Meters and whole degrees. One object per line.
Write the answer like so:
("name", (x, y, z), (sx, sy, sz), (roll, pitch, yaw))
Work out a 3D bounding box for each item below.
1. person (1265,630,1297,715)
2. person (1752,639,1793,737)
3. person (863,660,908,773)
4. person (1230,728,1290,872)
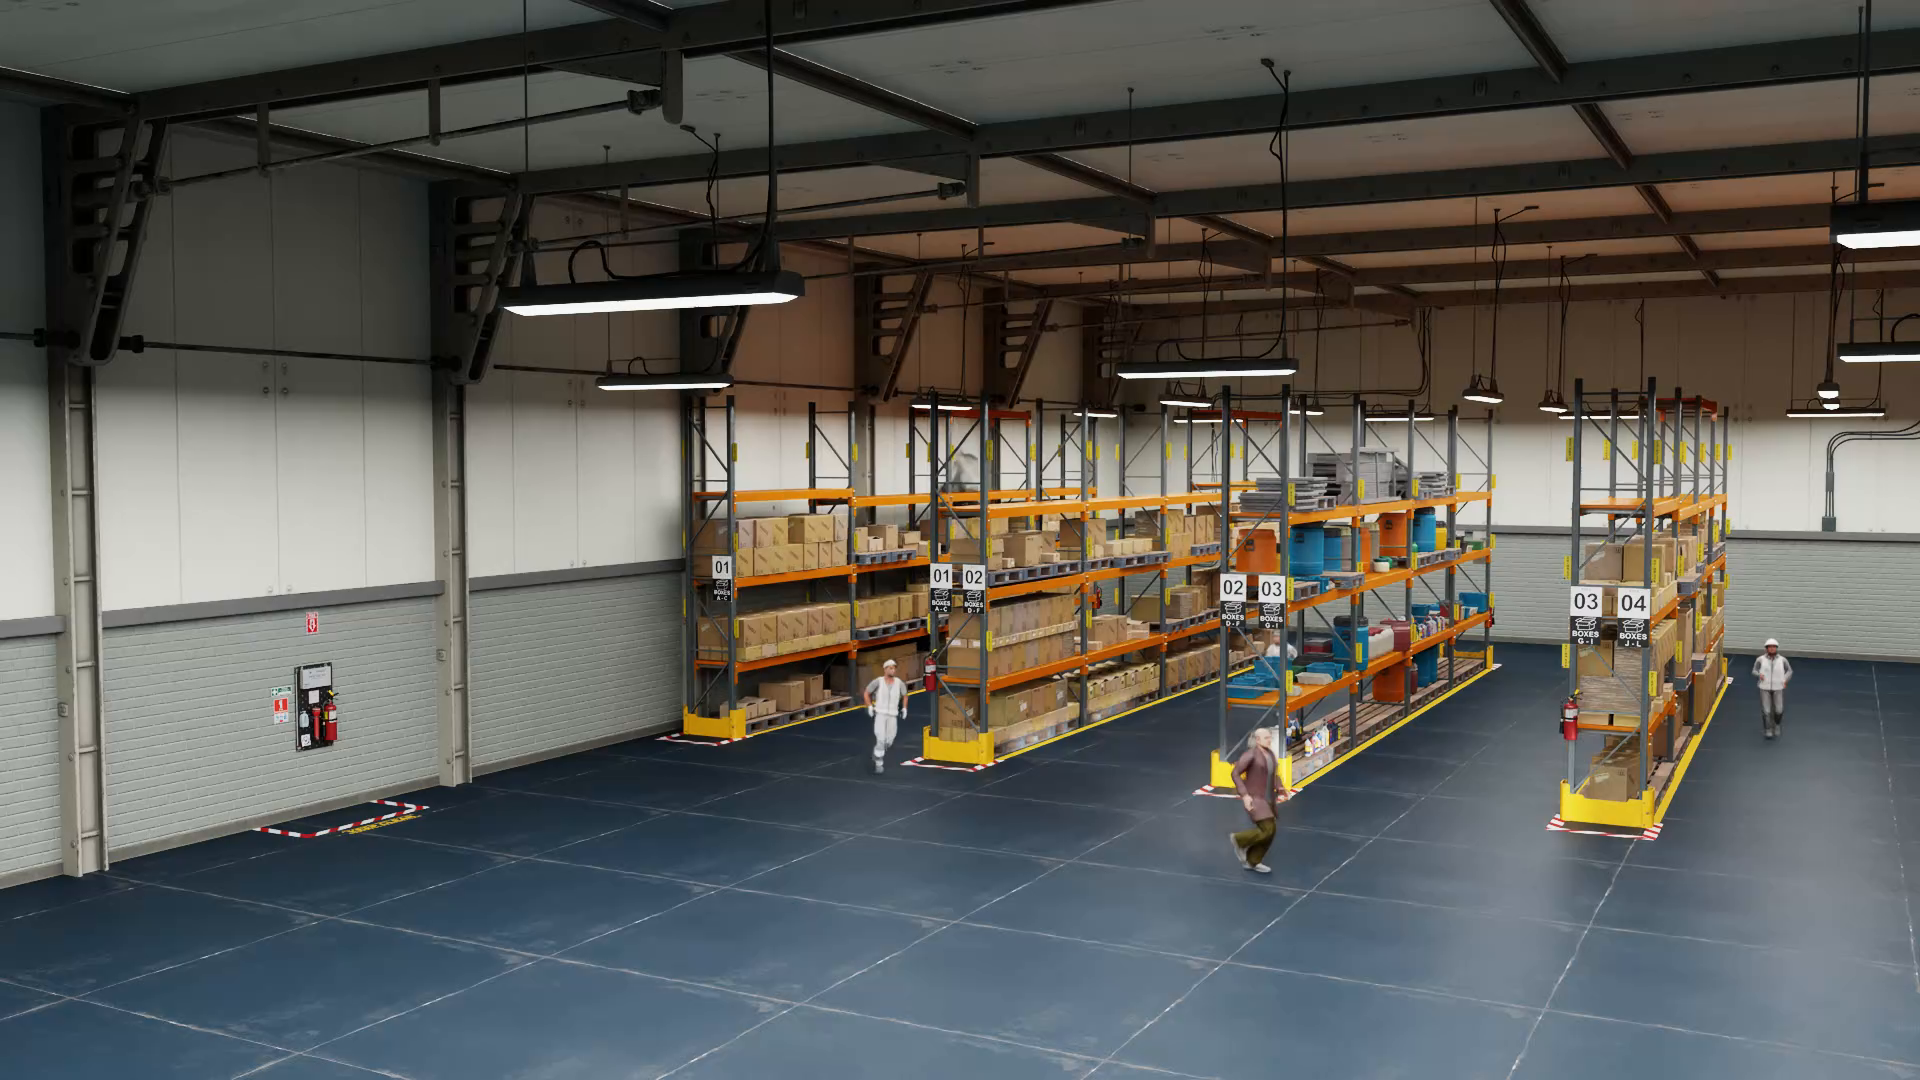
("person", (6.048, 2.514, 31.433), (0.631, 1.647, 0.729), (2, 4, 35))
("person", (14.171, 2.596, 29.020), (0.647, 1.727, 0.578), (1, 3, 24))
("person", (-1.167, 2.759, 26.241), (0.715, 1.741, 0.601), (-1, 3, -18))
("person", (3.577, 3.098, 19.805), (0.696, 1.726, 0.671), (-3, 4, -42))
